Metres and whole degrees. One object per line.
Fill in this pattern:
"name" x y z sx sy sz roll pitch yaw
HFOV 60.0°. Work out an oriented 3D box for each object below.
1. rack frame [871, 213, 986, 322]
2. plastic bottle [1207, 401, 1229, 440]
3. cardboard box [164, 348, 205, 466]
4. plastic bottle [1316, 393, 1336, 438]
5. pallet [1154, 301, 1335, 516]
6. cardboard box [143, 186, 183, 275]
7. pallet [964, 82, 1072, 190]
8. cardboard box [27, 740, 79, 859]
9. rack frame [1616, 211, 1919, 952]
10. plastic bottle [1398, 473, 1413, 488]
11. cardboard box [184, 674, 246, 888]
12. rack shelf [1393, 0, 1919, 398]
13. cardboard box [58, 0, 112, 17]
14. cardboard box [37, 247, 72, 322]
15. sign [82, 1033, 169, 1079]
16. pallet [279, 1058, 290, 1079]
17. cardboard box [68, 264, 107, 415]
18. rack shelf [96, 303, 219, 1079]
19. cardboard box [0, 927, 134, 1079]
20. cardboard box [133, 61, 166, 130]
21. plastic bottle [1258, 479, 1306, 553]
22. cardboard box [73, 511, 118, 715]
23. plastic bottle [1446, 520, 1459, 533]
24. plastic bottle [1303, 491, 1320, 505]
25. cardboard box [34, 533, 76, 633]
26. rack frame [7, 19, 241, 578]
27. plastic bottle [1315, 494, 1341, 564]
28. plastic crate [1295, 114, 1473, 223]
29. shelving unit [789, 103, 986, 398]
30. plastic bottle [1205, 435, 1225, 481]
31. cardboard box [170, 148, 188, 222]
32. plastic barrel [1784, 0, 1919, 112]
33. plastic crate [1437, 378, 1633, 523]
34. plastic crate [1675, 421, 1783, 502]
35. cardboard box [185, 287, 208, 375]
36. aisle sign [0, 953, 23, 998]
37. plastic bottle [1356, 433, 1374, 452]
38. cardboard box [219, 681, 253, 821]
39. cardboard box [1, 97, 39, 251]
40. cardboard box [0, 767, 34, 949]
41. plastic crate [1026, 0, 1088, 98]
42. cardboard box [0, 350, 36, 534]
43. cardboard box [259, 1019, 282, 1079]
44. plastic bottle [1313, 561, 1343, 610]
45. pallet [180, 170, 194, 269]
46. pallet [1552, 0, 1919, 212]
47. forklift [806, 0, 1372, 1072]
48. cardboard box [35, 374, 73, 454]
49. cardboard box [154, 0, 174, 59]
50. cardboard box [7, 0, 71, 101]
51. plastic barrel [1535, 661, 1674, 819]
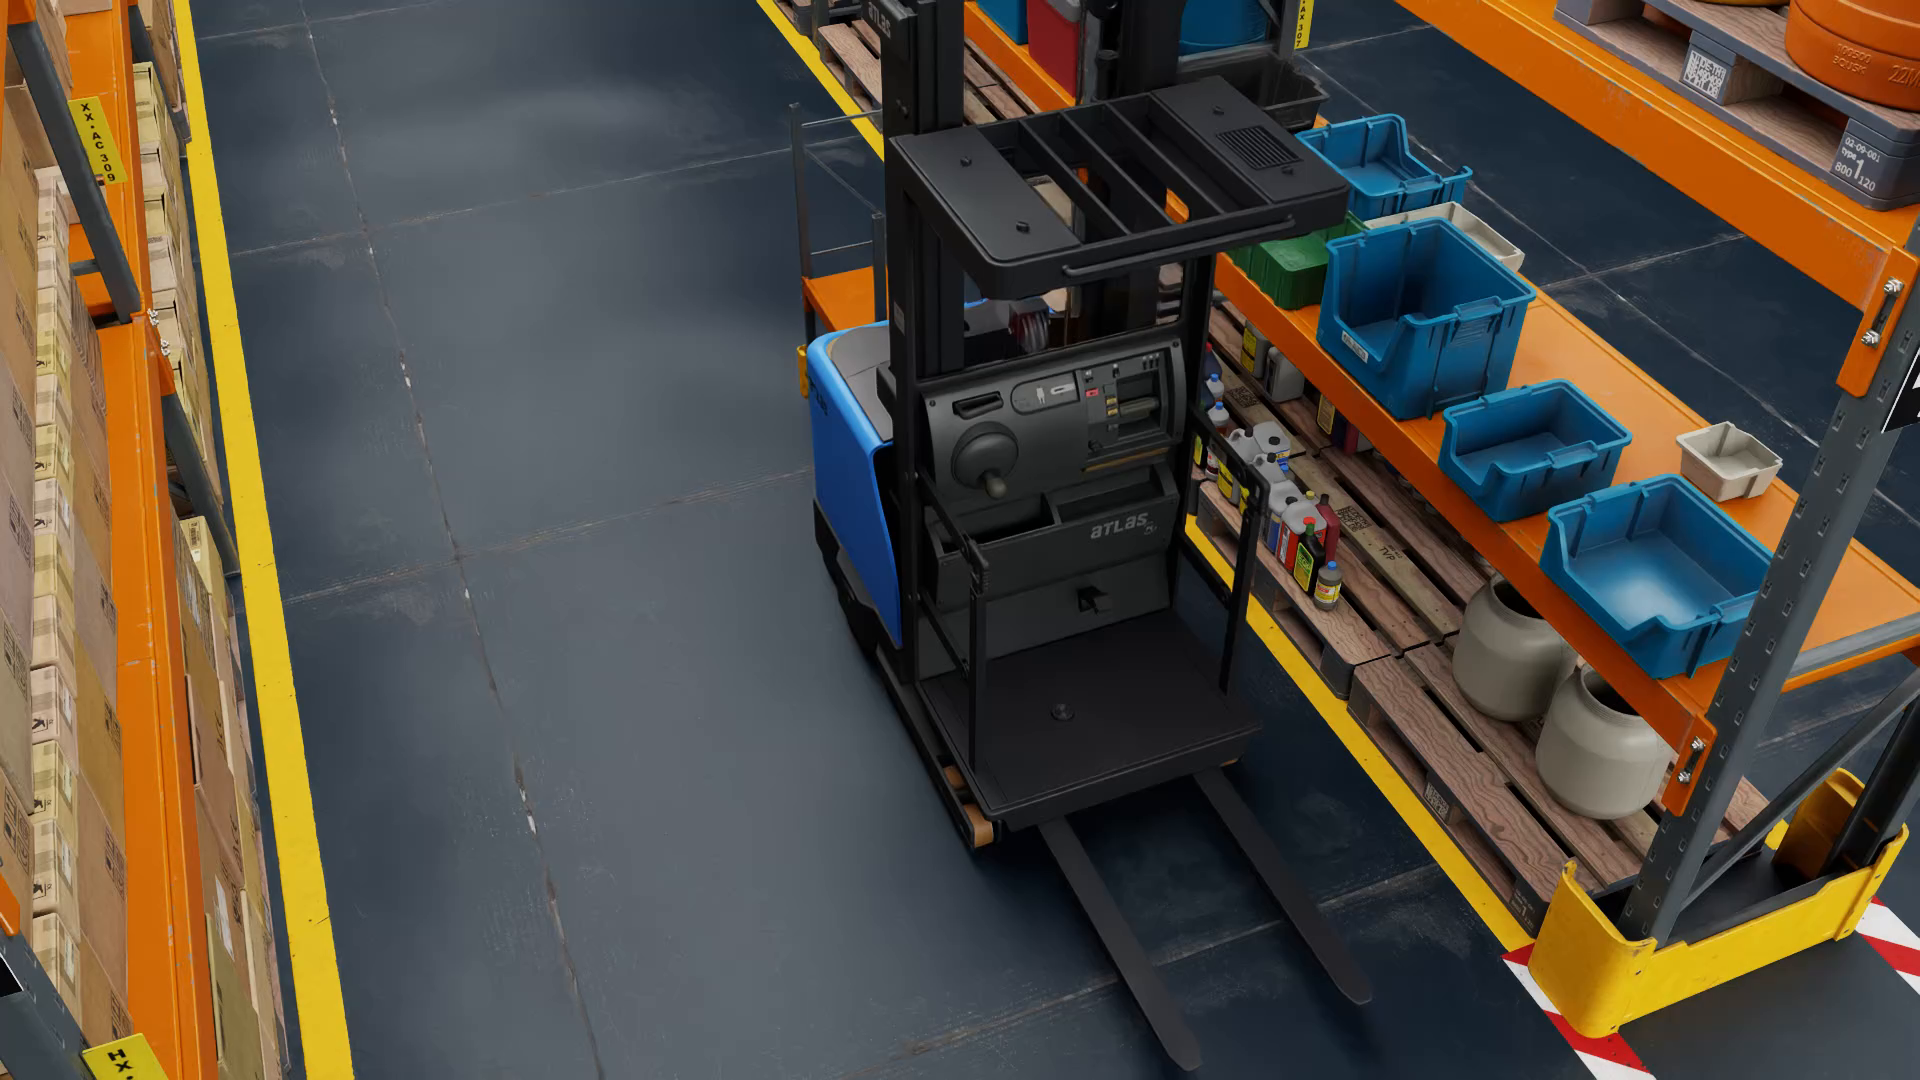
"rack frame" -0.106 -0.736 6.955 0.500 1.500 0.032 -15 43 -17
"plastic bottle" 1.121 -0.487 7.271 0.097 0.271 0.097 0 41 0
"cardboard box" -3.474 -0.544 6.939 0.500 0.311 0.500 -15 43 -17
"plastic bottle" 1.657 -0.607 7.401 0.061 0.283 0.133 -15 43 -17
"pallet" 1.251 -0.665 7.861 1.003 0.211 1.213 -15 43 -17
"cardboard box" -4.063 -1.470 8.015 0.500 0.311 0.500 -14 43 -16
"pallet" 0.225 -2.279 9.739 1.003 0.211 1.213 -15 43 -17
"cardboard box" -2.164 0.623 3.651 0.380 0.149 0.250 -15 43 -17
"rack frame" 2.563 0.272 4.633 1.000 3.000 0.127 -15 43 -17
"plastic bottle" 1.949 -0.330 7.142 0.097 0.201 0.097 0 41 0
"cardboard box" -2.586 0.822 5.205 0.500 0.500 0.500 -15 43 -17
"rack shelf" 1.797 -1.797 5.290 1.077 0.370 4.000 -15 43 -17
"cardboard box" -4.477 -2.745 8.334 0.380 0.149 0.250 -15 43 -17
"cardboard box" -3.049 -0.771 5.271 0.380 0.149 0.250 -16 43 -18
"sign" -1.500 1.013 3.047 0.100 0.325 0.005 -15 43 -17
"pallet" -2.347 2.113 4.631 1.003 0.211 1.213 -15 43 -17
"cardboard box" -3.370 -0.676 5.659 0.700 0.500 0.500 -16 43 -18
"rack shelf" -2.781 0.574 4.834 1.077 0.370 4.000 -15 43 -17
"cardboard box" -2.182 1.184 3.496 0.700 0.500 0.500 -15 43 -17
"cardboard box" -4.648 -2.388 9.084 0.500 0.311 0.500 -14 43 -16
"plastic bottle" 1.331 -0.101 6.818 0.152 0.276 0.135 -16 43 -18
"cardboard box" -2.777 0.252 4.580 0.700 0.500 0.500 -14 43 -16
"plastic bottle" 2.087 -0.175 6.899 0.061 0.283 0.133 -14 43 -16
"plastic bottle" 1.439 -0.115 6.892 0.097 0.201 0.097 0 41 0
"cardboard box" -2.461 0.157 4.193 0.380 0.149 0.250 -16 43 -17
"rack frame" -3.546 -0.904 6.000 1.000 3.000 0.127 -15 43 -17
"plastic bottle" 1.482 -0.047 6.750 0.061 0.283 0.133 -15 43 -17
"plastic crate" 1.706 -1.482 6.787 0.499 0.251 0.616 -15 43 -17
"shelving unit" -0.304 -1.047 7.318 0.587 1.500 1.083 -15 43 -17
"plastic bottle" 1.116 -0.363 7.180 0.097 0.201 0.097 0 41 0
"cardboard box" -4.449 -1.864 8.904 0.500 0.250 0.500 -16 43 -17
"plastic barrel" 2.259 -1.448 3.681 0.600 0.830 0.708 -15 43 -17
"plastic crate" 1.851 -0.291 5.401 0.499 0.251 0.408 -15 43 -17
"plastic crate" 2.517 -0.247 5.439 0.298 0.136 0.250 -15 43 -17
"cardboard box" -3.866 -0.945 7.835 0.500 0.250 0.500 -16 43 -18
"aisle sign" -1.707 0.483 2.393 0.394 0.787 0.004 -15 43 -17
"plastic bottle" 1.800 -0.546 7.336 0.152 0.276 0.135 -14 43 -16
"cardboard box" -2.779 0.806 5.799 0.500 0.250 0.500 -15 43 -17
"cardboard box" -3.370 -1.168 5.236 0.700 0.500 0.500 -15 43 -17
"cardboard box" -2.202 0.660 3.110 0.700 0.500 0.500 -15 43 -17
"plastic crate" 0.564 -2.377 7.664 0.402 0.464 0.583 -15 43 -17
"cardboard box" -2.794 -0.261 4.181 0.700 0.500 0.500 -15 43 -17
"cardboard box" -2.210 1.710 4.747 0.500 0.250 0.500 -15 43 -17
"plastic bottle" 1.455 0.170 6.561 0.097 0.201 0.097 0 41 0
"pallet" -4.797 -1.750 9.123 1.003 0.211 1.213 -15 43 -17
"pallet" 2.336 -1.316 4.324 1.003 0.211 1.213 -15 43 -17
"forklift" 0.411 -0.327 5.383 1.130 2.935 3.031 -15 43 -17
"cardboard box" -2.759 -0.312 4.738 0.380 0.149 0.250 -14 43 -16
"cardboard box" -5.192 -3.192 10.241 0.500 0.500 0.500 -17 43 -18
"cardboard box" -4.218 -2.027 7.230 0.500 0.500 0.500 -15 43 -17
"plastic barrel" 2.240 0.679 5.746 0.421 0.512 0.421 0 41 0
